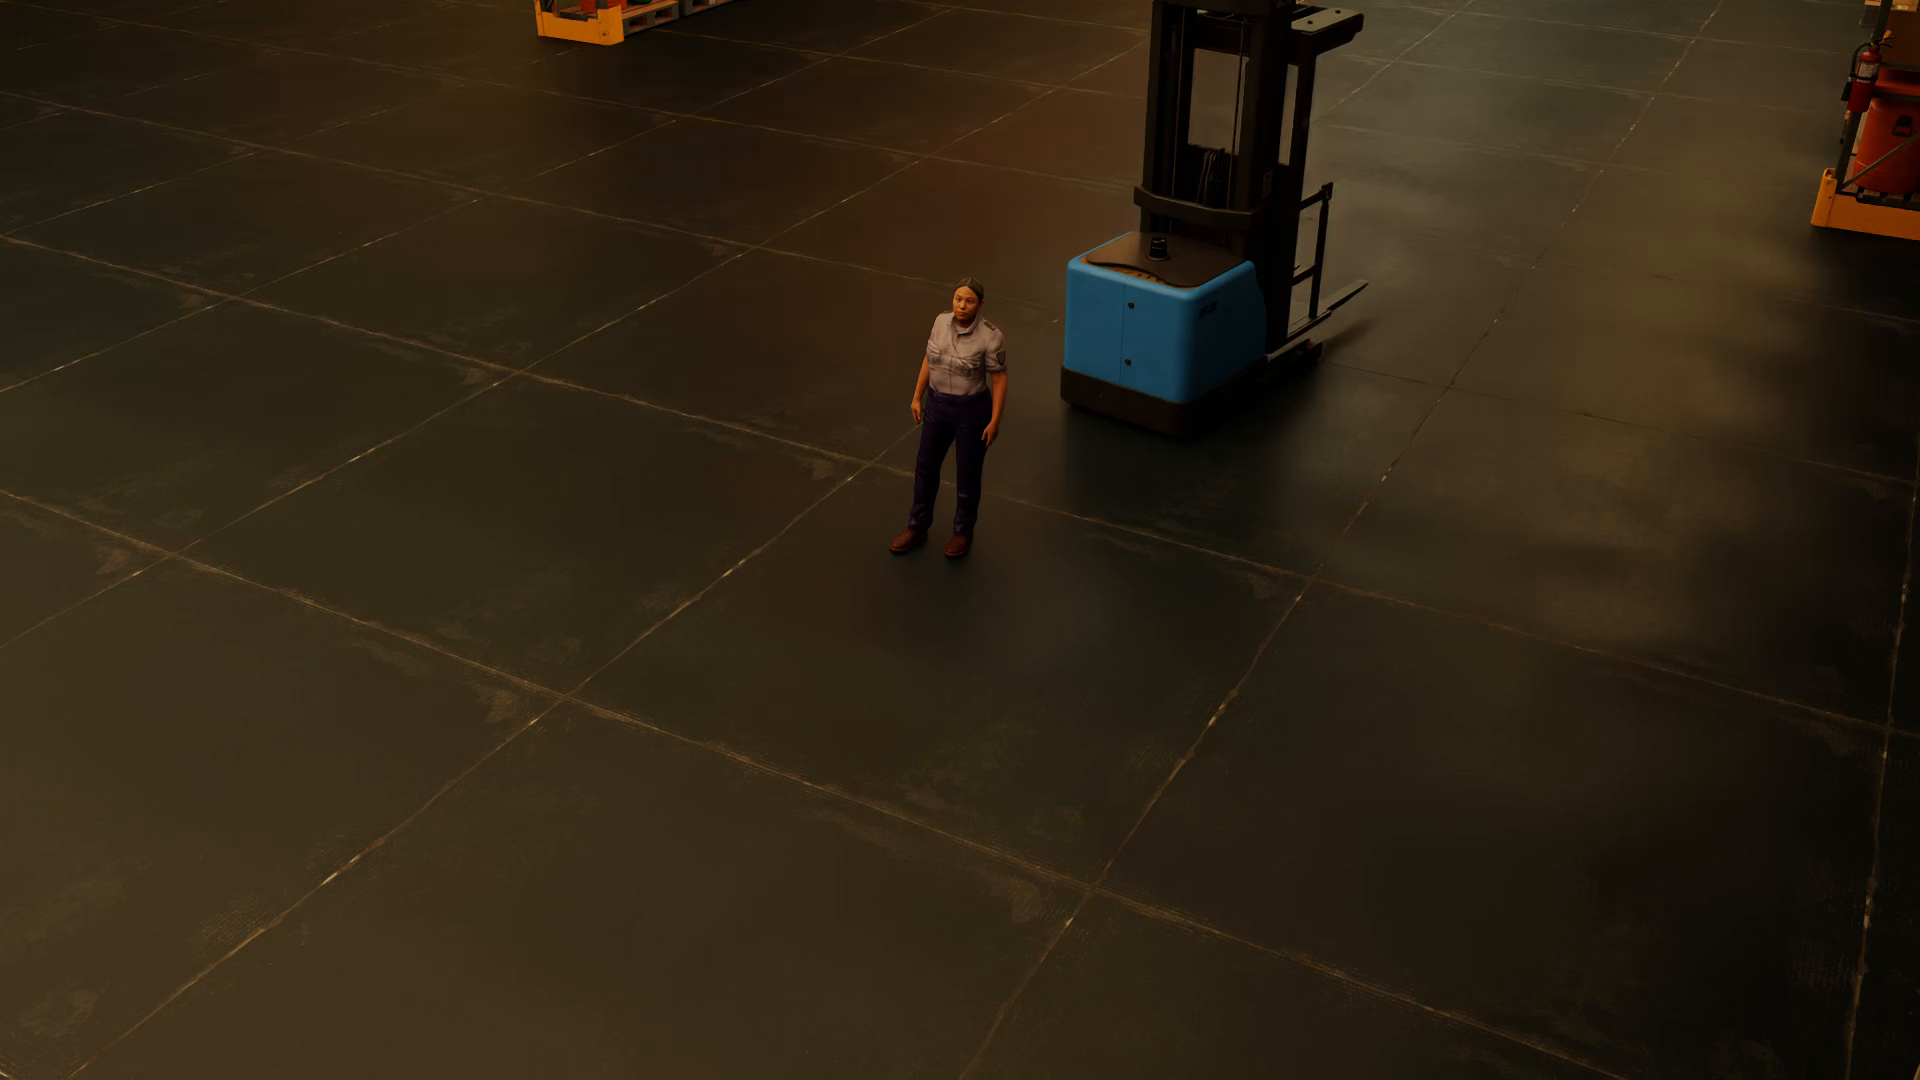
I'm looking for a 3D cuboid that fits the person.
[{"bbox_3d":[-0.063,-0.686,9.529,0.599,1.650,0.503,15,33,25],"label":"person"}]

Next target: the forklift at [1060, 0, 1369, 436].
[{"bbox_3d":[2.012,-2.627,11.623,1.130,2.935,3.031,22,36,33],"label":"forklift"}]
